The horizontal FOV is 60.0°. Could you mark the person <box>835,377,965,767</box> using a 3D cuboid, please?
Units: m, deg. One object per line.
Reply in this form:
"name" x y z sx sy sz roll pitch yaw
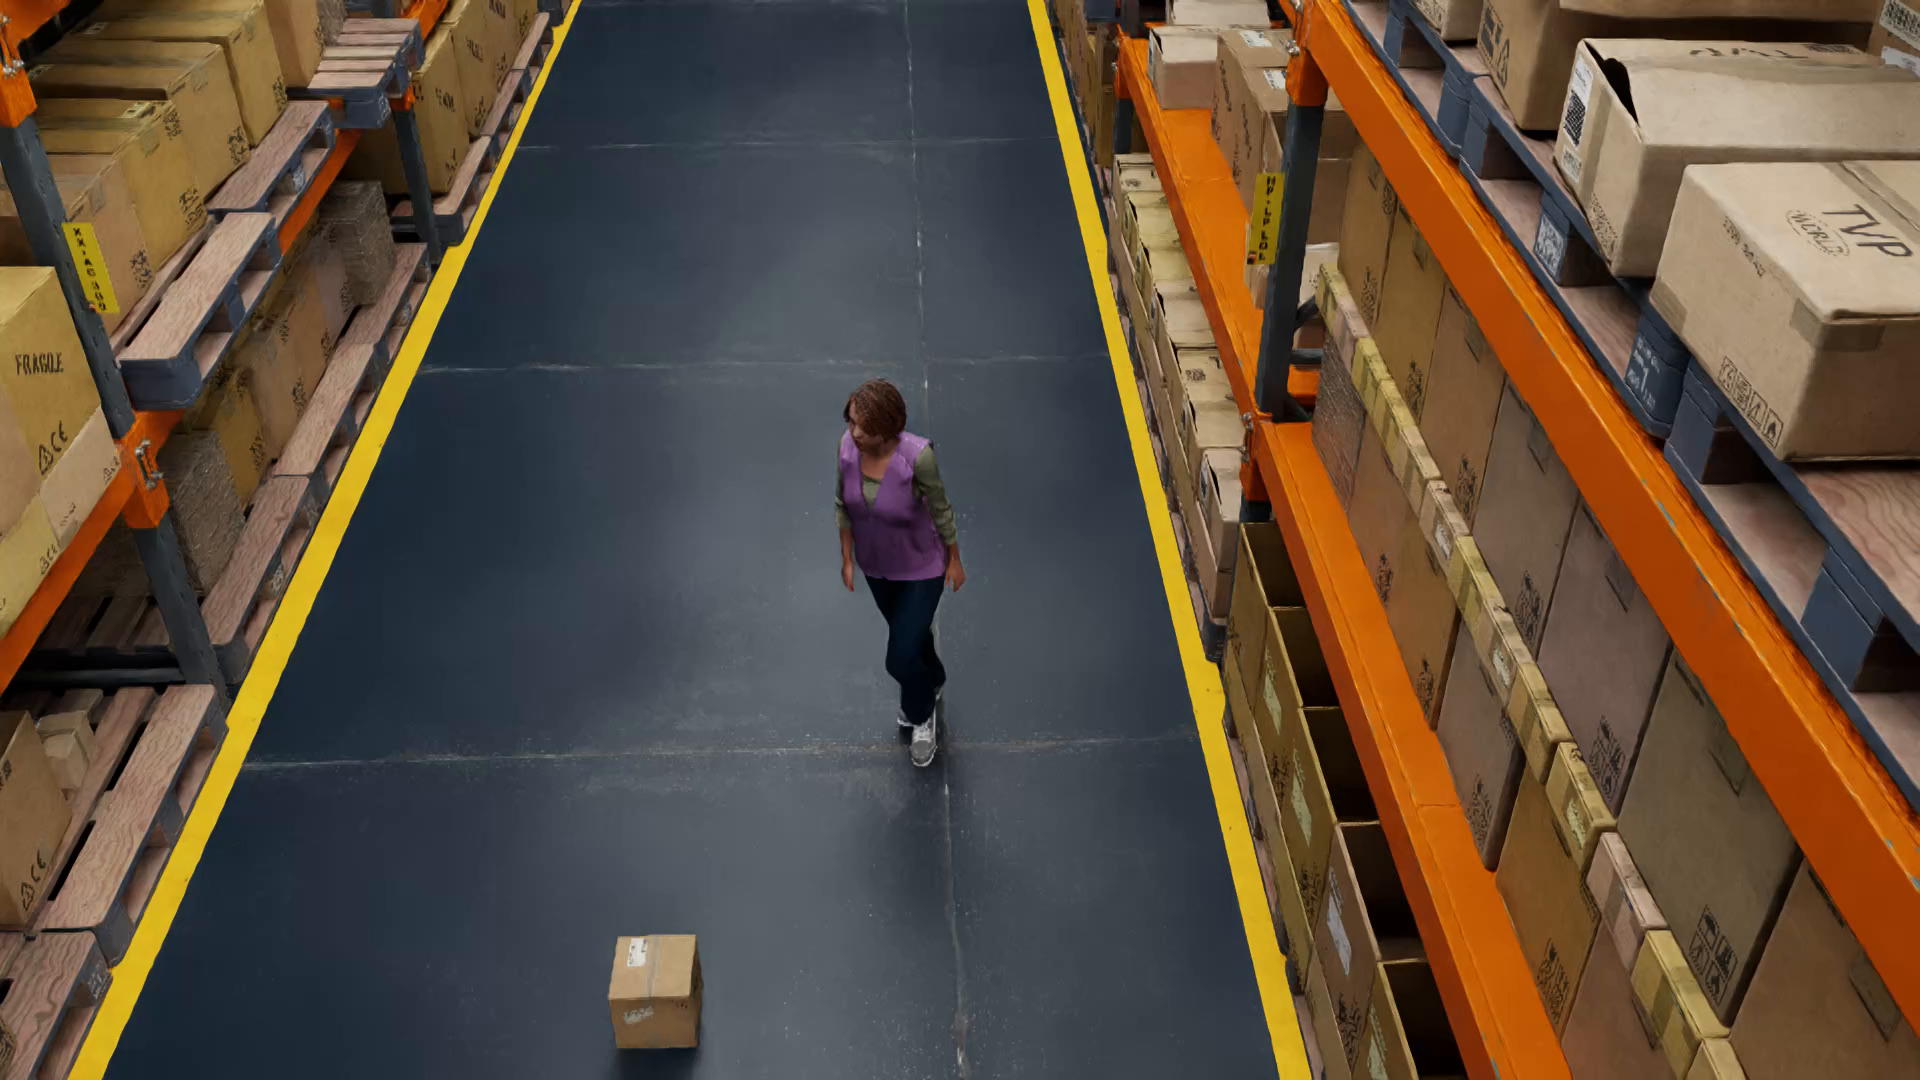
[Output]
"person" -0.216 0.075 6.032 0.442 1.591 0.499 20 40 25
